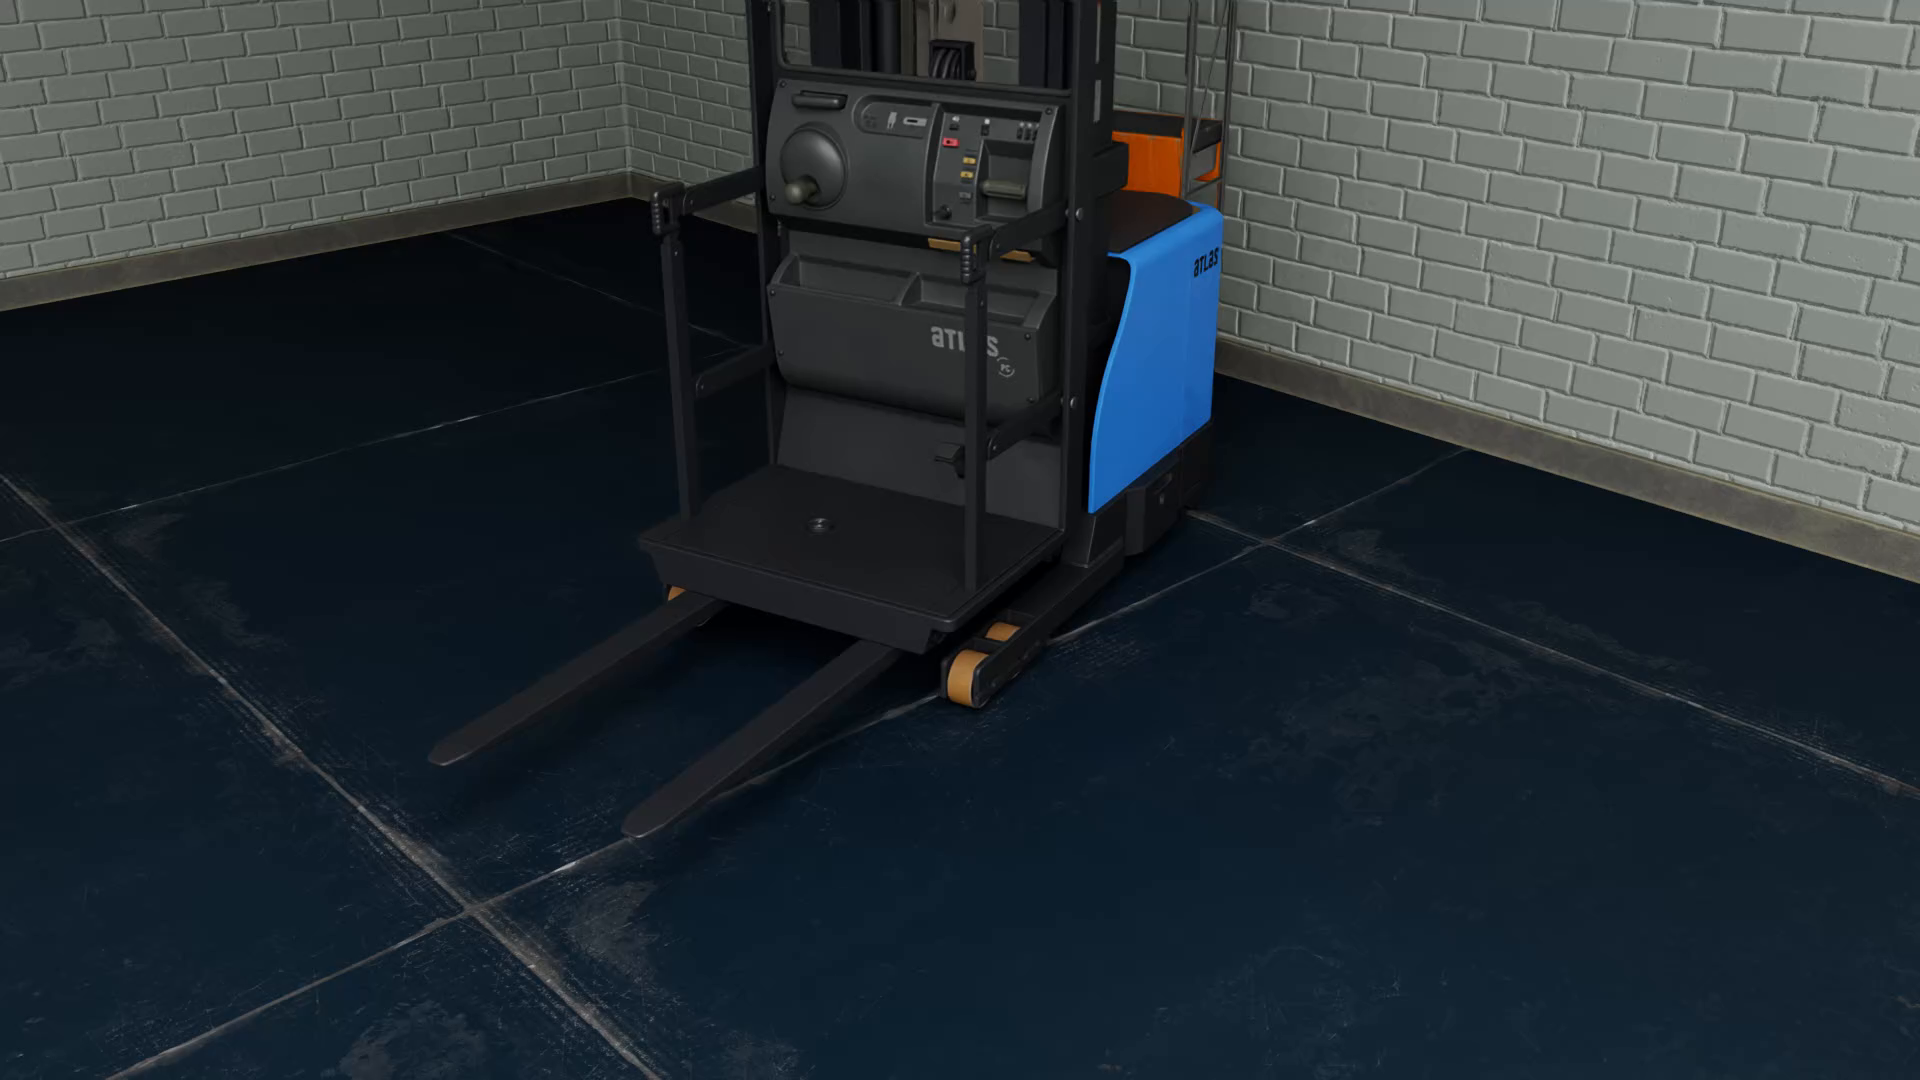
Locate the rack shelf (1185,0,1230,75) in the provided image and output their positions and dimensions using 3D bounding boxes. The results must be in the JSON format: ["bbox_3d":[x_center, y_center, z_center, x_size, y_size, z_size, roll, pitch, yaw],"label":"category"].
[{"bbox_3d":[0.667,-1.942,5.824,0.480,0.518,0.431,13,28,27],"label":"rack shelf"}]

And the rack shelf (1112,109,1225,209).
[{"bbox_3d":[0.667,-1.306,6.115,0.480,0.518,0.431,13,28,27],"label":"rack shelf"}]

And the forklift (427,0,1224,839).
[{"bbox_3d":[-0.256,-1.073,4.572,1.130,2.935,3.031,13,28,27],"label":"forklift"}]

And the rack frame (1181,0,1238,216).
[{"bbox_3d":[0.879,-1.268,5.999,0.015,2.100,0.400,13,28,27],"label":"rack frame"}]

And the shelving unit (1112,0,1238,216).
[{"bbox_3d":[0.667,-1.318,6.109,0.503,2.100,0.431,13,28,27],"label":"shelving unit"}]

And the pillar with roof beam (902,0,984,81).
[{"bbox_3d":[-3.273,-4.107,3.911,9.100,9.000,0.400,-21,32,-38],"label":"pillar with roof beam"}]
